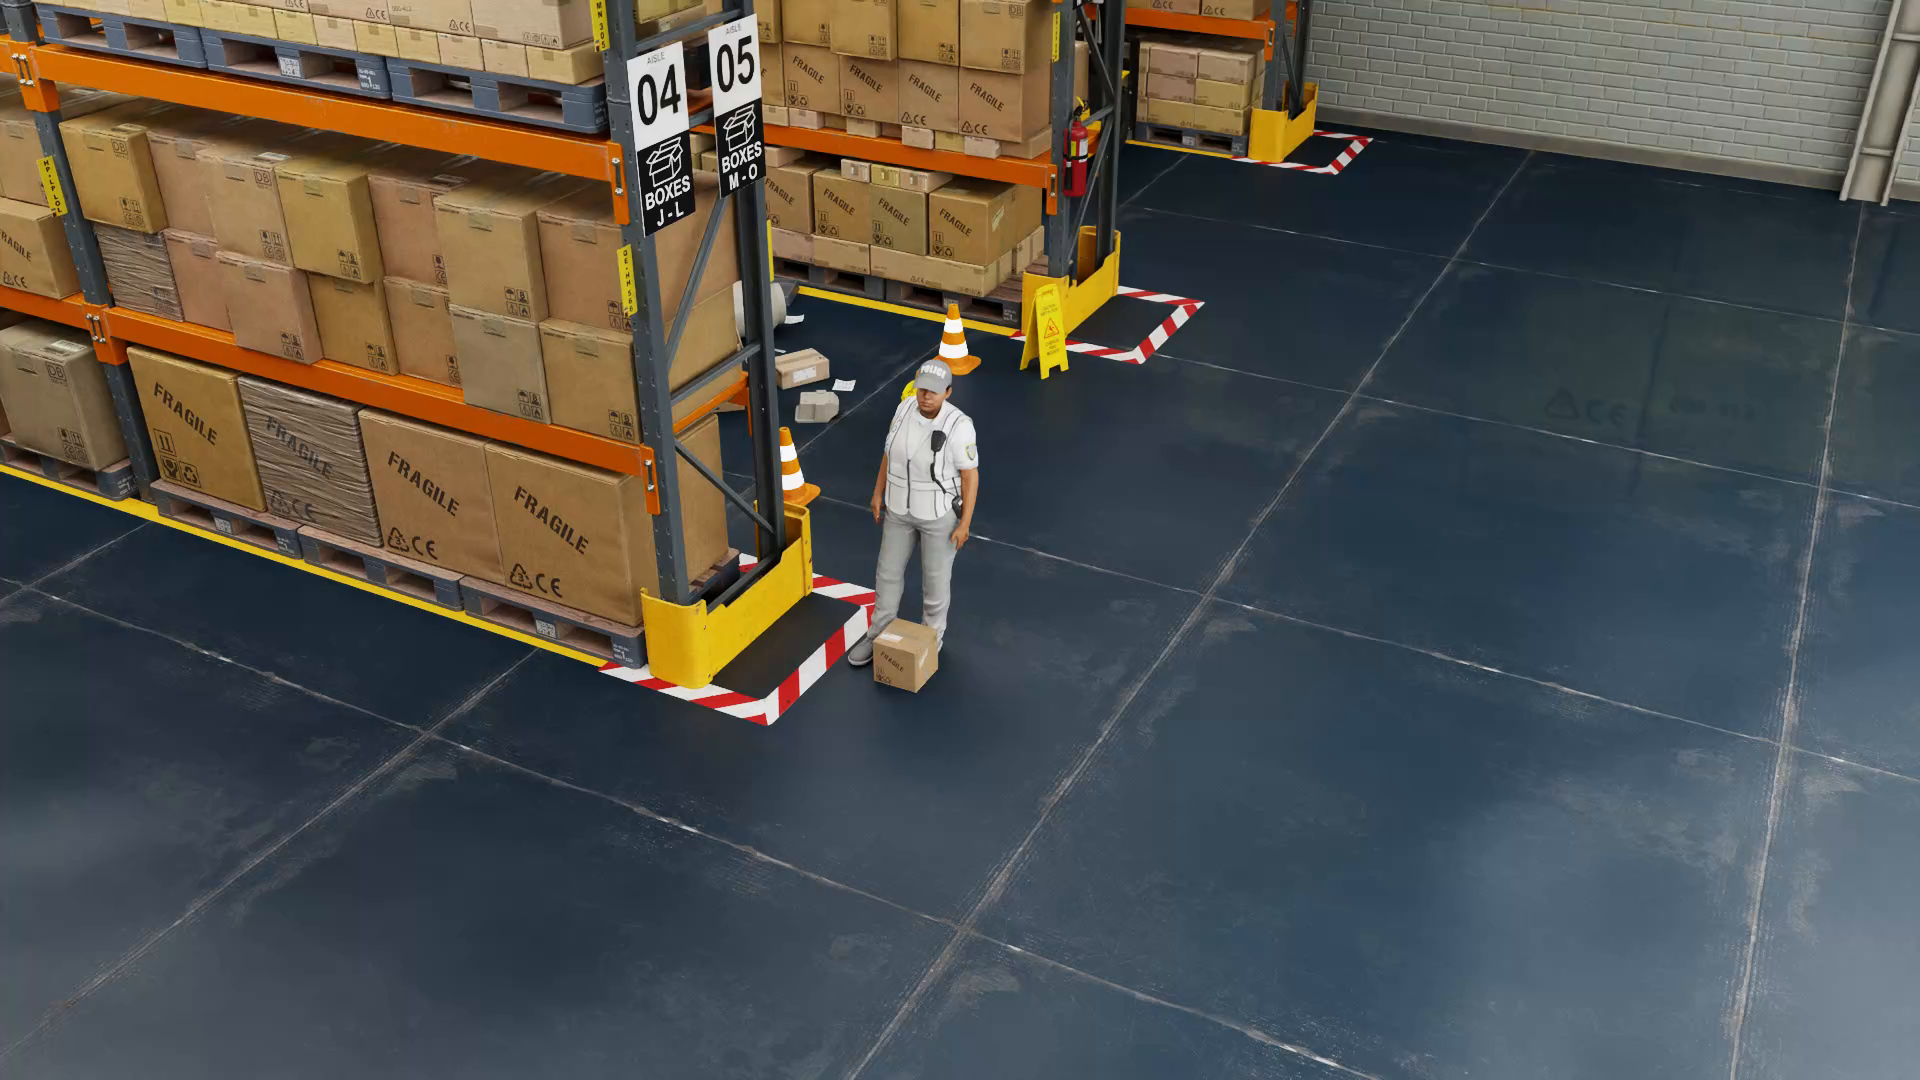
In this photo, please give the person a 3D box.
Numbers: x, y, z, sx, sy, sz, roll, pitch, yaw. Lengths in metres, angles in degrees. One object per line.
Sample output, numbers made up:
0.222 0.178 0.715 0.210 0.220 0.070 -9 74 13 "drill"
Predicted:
-0.231 -0.114 8.455 0.599 1.670 0.529 15 34 24 "person"
